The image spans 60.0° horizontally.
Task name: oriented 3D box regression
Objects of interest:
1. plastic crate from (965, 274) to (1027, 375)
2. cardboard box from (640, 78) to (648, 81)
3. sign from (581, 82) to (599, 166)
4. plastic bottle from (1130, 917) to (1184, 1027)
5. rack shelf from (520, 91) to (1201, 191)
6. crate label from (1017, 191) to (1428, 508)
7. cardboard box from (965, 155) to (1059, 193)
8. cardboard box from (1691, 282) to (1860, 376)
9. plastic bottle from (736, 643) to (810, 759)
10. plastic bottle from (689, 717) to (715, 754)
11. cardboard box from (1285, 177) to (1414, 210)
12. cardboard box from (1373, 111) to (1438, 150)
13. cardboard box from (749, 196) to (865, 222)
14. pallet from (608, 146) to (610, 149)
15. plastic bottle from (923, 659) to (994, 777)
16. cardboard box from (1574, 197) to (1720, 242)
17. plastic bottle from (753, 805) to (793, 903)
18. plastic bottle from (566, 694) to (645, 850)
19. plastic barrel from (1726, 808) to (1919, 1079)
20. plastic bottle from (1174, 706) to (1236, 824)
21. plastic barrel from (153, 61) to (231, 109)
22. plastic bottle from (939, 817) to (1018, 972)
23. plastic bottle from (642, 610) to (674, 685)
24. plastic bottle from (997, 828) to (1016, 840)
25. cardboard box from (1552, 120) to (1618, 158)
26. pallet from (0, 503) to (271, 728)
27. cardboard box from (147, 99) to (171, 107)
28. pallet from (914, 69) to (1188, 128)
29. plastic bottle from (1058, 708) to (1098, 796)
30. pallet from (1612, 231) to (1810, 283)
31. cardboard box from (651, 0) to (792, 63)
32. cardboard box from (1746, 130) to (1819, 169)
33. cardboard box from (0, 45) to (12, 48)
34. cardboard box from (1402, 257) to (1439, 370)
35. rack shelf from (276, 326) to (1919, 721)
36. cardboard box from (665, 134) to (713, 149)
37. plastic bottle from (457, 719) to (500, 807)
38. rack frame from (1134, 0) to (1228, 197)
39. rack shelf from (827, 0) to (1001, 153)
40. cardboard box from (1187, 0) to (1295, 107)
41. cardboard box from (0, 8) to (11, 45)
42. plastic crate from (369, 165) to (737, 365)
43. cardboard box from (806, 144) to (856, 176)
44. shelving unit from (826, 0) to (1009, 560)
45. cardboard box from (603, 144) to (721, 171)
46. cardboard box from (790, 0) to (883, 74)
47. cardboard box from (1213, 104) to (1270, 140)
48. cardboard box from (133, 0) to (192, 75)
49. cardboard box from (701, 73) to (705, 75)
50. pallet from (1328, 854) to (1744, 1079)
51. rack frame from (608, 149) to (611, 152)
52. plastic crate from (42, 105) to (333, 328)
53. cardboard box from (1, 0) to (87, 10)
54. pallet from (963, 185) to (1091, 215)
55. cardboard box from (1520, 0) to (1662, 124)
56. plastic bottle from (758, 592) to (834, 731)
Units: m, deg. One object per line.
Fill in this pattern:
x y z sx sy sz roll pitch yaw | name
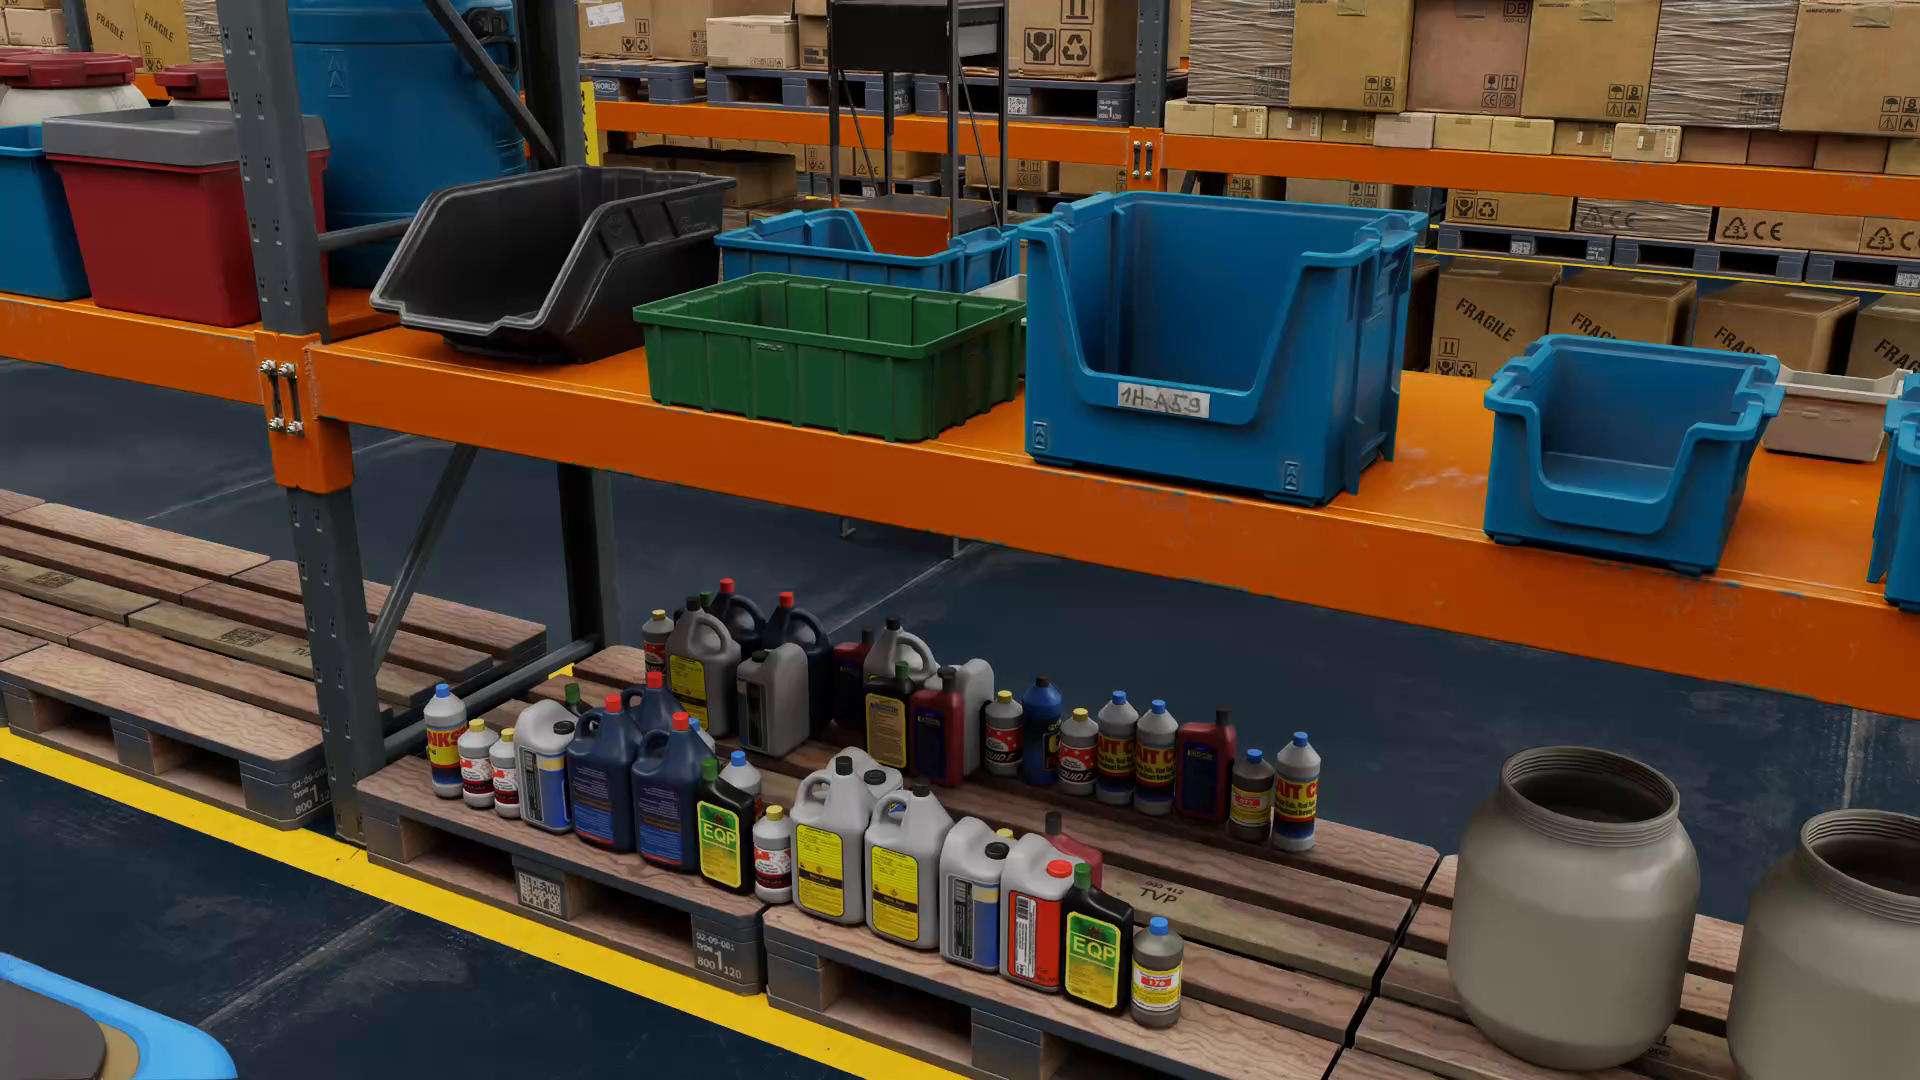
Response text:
0.242 -0.465 3.634 0.437 0.136 0.530 11 23 27 | plastic crate
-2.844 -4.221 15.553 0.500 0.250 0.500 10 22 25 | cardboard box
-1.021 -1.075 4.524 0.005 0.325 0.100 11 23 27 | sign
0.376 0.816 3.176 0.097 0.201 0.097 0 20 0 | plastic bottle
-0.629 -2.252 9.230 4.000 0.370 1.077 11 23 27 | rack shelf
0.454 -0.360 2.907 0.616 0.435 0.502 11 23 27 | crate label
0.619 -3.394 14.007 0.750 0.750 1.050 10 22 27 | cardboard box
3.533 -0.813 7.257 0.500 0.500 0.500 18 27 41 | cardboard box
-0.479 0.392 4.235 0.135 0.276 0.152 11 23 27 | plastic bottle
-0.611 0.539 3.837 0.097 0.271 0.097 0 20 0 | plastic bottle
3.038 -2.934 12.737 0.750 0.750 1.050 11 23 27 | cardboard box
2.022 -1.843 7.415 0.250 0.149 0.380 11 23 27 | cardboard box
-0.792 -1.668 9.586 0.500 0.500 0.700 13 24 32 | cardboard box
-3.964 -3.838 16.636 1.213 0.211 1.003 11 23 27 | pallet
-0.007 0.426 4.142 0.135 0.276 0.152 11 23 28 | plastic bottle
4.928 -2.642 11.749 0.875 0.875 0.875 11 23 28 | cardboard box
-0.396 0.669 3.581 0.097 0.201 0.097 0 20 0 | plastic bottle
-0.797 0.513 3.791 0.185 0.351 0.144 11 23 29 | plastic bottle
1.581 0.767 2.883 0.421 0.512 0.421 0 20 0 | plastic barrel
0.574 0.515 3.885 0.133 0.283 0.061 11 23 28 | plastic bottle
-2.027 -1.071 4.721 0.433 0.535 0.433 0 20 0 | plastic barrel
0.048 0.708 3.365 0.135 0.276 0.152 10 22 26 | plastic bottle
-0.830 0.293 4.617 0.097 0.201 0.097 0 20 0 | plastic bottle
0.093 0.702 3.488 0.097 0.201 0.097 0 20 0 | plastic bottle
2.714 -1.741 7.133 0.250 0.149 0.380 11 23 27 | cardboard box
-3.073 0.206 5.487 1.213 0.211 1.003 11 23 27 | pallet
-5.299 -2.686 11.871 0.875 0.875 1.225 11 23 27 | cardboard box
0.520 -2.338 8.693 1.213 0.211 1.003 11 23 27 | pallet
0.289 0.506 4.029 0.097 0.201 0.097 0 20 0 | plastic bottle
5.319 -2.054 11.719 1.213 0.211 1.003 11 23 27 | pallet
-1.348 -3.026 9.547 0.500 0.500 0.700 15 25 35 | cardboard box
3.389 -1.628 6.824 0.250 0.149 0.380 11 23 27 | cardboard box
-6.742 -3.509 12.007 0.250 0.149 0.380 10 22 26 | cardboard box
1.950 -1.109 8.072 0.500 0.500 0.500 -17 26 -39 | cardboard box
0.447 -0.112 3.331 4.000 0.370 1.077 11 23 27 | rack shelf
-2.382 -3.781 15.439 0.500 0.500 0.500 12 23 30 | cardboard box
-1.146 0.526 3.975 0.097 0.201 0.097 0 20 0 | plastic bottle
1.117 -2.258 8.190 0.127 3.000 1.000 11 23 27 | rack frame
-0.145 -1.660 5.849 0.480 0.518 0.431 11 23 27 | rack shelf
1.479 -2.351 7.865 0.500 0.500 0.875 11 23 27 | cardboard box
-6.834 -3.738 12.055 0.500 0.250 0.500 12 23 29 | cardboard box
-0.904 -0.629 3.791 0.504 0.338 0.767 11 23 27 | plastic crate
-1.022 -3.524 14.731 0.500 0.500 0.500 12 23 29 | cardboard box
-0.145 -1.015 6.083 0.503 2.100 0.431 11 23 27 | shelving unit
-1.776 -2.205 9.965 0.500 0.250 0.500 12 23 29 | cardboard box
-0.442 -2.764 8.820 0.637 0.503 0.797 13 24 33 | cardboard box
1.370 -1.969 7.762 0.250 0.149 0.380 11 23 27 | cardboard box
-5.148 -3.401 11.195 0.500 0.500 0.500 11 23 27 | cardboard box
-2.145 -4.285 15.728 0.500 0.250 0.500 12 23 30 | cardboard box
1.397 1.058 3.140 1.213 0.211 1.003 11 23 27 | pallet
-3.360 -5.048 15.882 0.127 3.000 1.000 11 23 27 | rack frame
-1.871 -0.803 4.085 0.583 0.464 0.402 11 23 27 | plastic crate
-6.399 -4.007 11.696 0.500 0.500 0.500 12 23 29 | cardboard box
0.783 -2.918 14.100 1.213 0.211 1.003 11 23 27 | pallet
2.801 -2.109 7.197 0.500 0.500 0.875 11 23 27 | cardboard box
-0.429 0.309 4.355 0.185 0.351 0.144 10 22 25 | plastic bottle
